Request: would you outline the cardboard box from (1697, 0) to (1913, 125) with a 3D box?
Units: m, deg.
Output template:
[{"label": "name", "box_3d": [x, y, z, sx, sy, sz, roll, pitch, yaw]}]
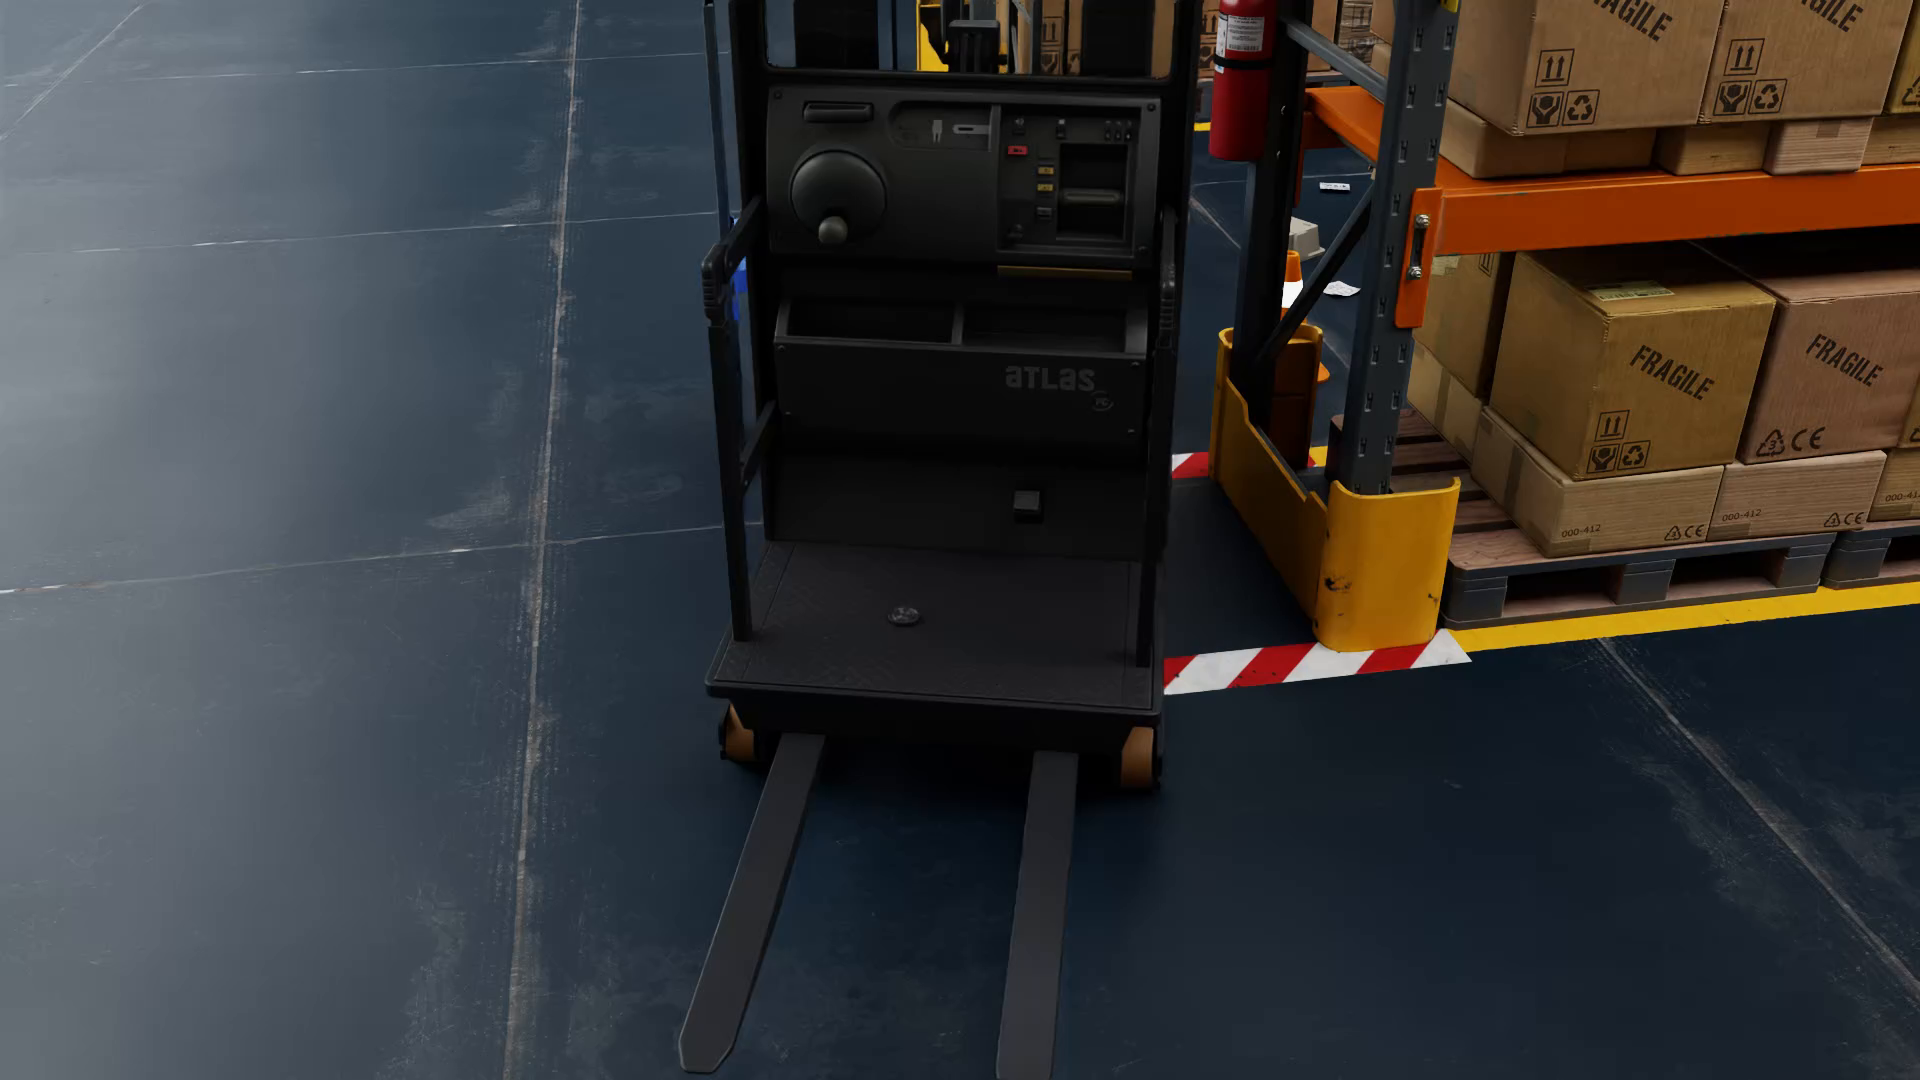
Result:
[{"label": "cardboard box", "box_3d": [2.053, -1.394, 4.270, 0.500, 0.500, 0.500, -4, 31, -7]}]

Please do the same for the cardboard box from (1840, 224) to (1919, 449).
[{"label": "cardboard box", "box_3d": [2.904, -0.618, 4.900, 0.500, 0.500, 0.500, -5, 31, -8]}]

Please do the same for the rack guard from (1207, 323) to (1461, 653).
[{"label": "rack guard", "box_3d": [1.103, -0.199, 5.094, 0.348, 0.500, 1.175, -5, 31, -9]}]

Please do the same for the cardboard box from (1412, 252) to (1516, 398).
[{"label": "cardboard box", "box_3d": [1.770, -0.791, 5.195, 0.500, 0.500, 0.500, -5, 31, -9]}]

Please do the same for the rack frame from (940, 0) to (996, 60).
[{"label": "rack frame", "box_3d": [0.038, -3.728, 8.631, 0.127, 3.000, 1.000, -5, 31, -9]}]

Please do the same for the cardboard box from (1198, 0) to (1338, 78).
[{"label": "cardboard box", "box_3d": [1.558, -3.169, 9.362, 0.875, 0.875, 0.875, -6, 31, -10]}]

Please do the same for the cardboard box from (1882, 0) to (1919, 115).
[{"label": "cardboard box", "box_3d": [2.554, -1.441, 4.350, 0.500, 0.500, 0.500, -6, 31, -10]}]

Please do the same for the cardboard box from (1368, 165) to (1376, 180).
[{"label": "cardboard box", "box_3d": [2.300, -1.616, 7.501, 0.797, 0.503, 0.637, 23, 37, 33]}]

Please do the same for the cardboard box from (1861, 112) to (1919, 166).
[{"label": "cardboard box", "box_3d": [2.428, -1.143, 4.483, 0.250, 0.149, 0.380, -5, 31, -8]}]

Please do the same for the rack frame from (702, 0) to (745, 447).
[{"label": "rack frame", "box_3d": [-0.798, -1.097, 5.636, 0.032, 1.500, 0.500, -4, 31, -7]}]

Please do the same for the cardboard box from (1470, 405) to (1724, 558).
[{"label": "cardboard box", "box_3d": [1.872, -0.201, 4.930, 0.500, 0.250, 0.500, -6, 31, -9]}]

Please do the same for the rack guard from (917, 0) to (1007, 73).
[{"label": "rack guard", "box_3d": [0.014, -2.648, 9.260, 0.348, 0.500, 1.175, -5, 31, -9]}]

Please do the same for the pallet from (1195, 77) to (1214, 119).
[{"label": "pallet", "box_3d": [0.810, -2.638, 9.528, 1.213, 0.211, 1.003, -5, 31, -9]}]

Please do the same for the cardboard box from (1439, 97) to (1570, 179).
[{"label": "cardboard box", "box_3d": [1.400, -1.089, 4.390, 0.250, 0.149, 0.380, -5, 31, -9]}]

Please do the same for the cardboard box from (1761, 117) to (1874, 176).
[{"label": "cardboard box", "box_3d": [2.179, -1.103, 4.414, 0.250, 0.149, 0.380, -5, 31, -8]}]

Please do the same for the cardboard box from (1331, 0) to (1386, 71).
[{"label": "cardboard box", "box_3d": [2.455, -3.251, 9.502, 0.875, 0.875, 0.875, -5, 31, -9]}]

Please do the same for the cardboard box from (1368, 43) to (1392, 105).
[{"label": "cardboard box", "box_3d": [1.358, -1.302, 4.752, 0.250, 0.149, 0.380, -4, 31, -7]}]

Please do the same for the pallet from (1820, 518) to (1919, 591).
[{"label": "pallet", "box_3d": [3.106, -0.240, 5.450, 1.213, 0.211, 1.003, -5, 31, -9]}]

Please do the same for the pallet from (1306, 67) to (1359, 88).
[{"label": "pallet", "box_3d": [2.008, -2.747, 9.714, 1.213, 0.211, 1.003, -5, 31, -9]}]

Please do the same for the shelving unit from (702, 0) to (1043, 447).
[{"label": "shelving unit", "box_3d": [-0.294, -1.131, 5.694, 1.048, 1.500, 0.538, -4, 31, -7]}]

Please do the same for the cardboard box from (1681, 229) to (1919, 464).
[{"label": "cardboard box", "box_3d": [2.409, -0.576, 4.829, 0.500, 0.500, 0.500, -6, 31, -11]}]

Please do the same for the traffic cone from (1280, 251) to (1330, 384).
[{"label": "traffic cone", "box_3d": [1.219, -0.858, 6.253, 0.334, 0.463, 0.336, -5, 31, -9]}]

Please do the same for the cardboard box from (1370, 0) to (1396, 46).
[{"label": "cardboard box", "box_3d": [1.513, -1.627, 4.666, 0.500, 0.500, 0.500, -6, 31, -10]}]

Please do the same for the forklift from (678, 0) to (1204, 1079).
[{"label": "forklift", "box_3d": [-0.019, -0.820, 3.752, 1.130, 2.935, 3.031, 3, 31, 6]}]

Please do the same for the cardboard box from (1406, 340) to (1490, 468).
[{"label": "cardboard box", "box_3d": [1.799, -0.475, 5.397, 0.500, 0.250, 0.500, -5, 31, -9]}]

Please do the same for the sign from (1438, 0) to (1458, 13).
[{"label": "sign", "box_3d": [1.127, -1.372, 3.770, 0.005, 0.325, 0.100, -5, 31, -9]}]

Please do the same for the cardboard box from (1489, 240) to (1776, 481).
[{"label": "cardboard box", "box_3d": [1.895, -0.526, 4.744, 0.500, 0.500, 0.500, -6, 31, -11]}]

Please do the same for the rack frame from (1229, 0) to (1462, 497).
[{"label": "rack frame", "box_3d": [1.029, -1.269, 4.449, 0.127, 3.000, 1.000, -5, 31, -9]}]

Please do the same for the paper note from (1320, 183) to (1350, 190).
[{"label": "paper note", "box_3d": [1.845, -1.740, 8.181, 0.142, 0.017, 0.144, 5, 31, 8]}]

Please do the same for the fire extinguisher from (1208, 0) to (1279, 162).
[{"label": "fire extinguisher", "box_3d": [0.833, -1.455, 4.842, 0.183, 0.674, 0.296, -5, 31, -9]}]

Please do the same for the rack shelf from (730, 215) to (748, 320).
[{"label": "rack shelf", "box_3d": [-0.294, -0.976, 5.785, 1.000, 0.185, 0.538, -4, 31, -7]}]

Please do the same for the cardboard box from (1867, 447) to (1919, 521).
[{"label": "cardboard box", "box_3d": [2.910, -0.300, 5.099, 0.500, 0.250, 0.500, -3, 31, -6]}]

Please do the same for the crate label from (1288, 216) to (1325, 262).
[{"label": "crate label", "box_3d": [1.447, -1.343, 7.398, 0.298, 0.136, 0.250, -23, 38, -34]}]

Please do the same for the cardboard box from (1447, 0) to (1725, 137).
[{"label": "cardboard box", "box_3d": [1.545, -1.345, 4.187, 0.500, 0.500, 0.500, -6, 31, -10]}]

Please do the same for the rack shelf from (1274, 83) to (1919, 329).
[{"label": "rack shelf", "box_3d": [2.996, -1.142, 4.942, 4.000, 0.370, 1.077, -5, 31, -9]}]

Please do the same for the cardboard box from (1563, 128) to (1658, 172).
[{"label": "cardboard box", "box_3d": [1.646, -1.119, 4.441, 0.250, 0.149, 0.380, -5, 31, -8]}]

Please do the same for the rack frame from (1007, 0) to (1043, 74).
[{"label": "rack frame", "box_3d": [0.210, -1.165, 5.752, 0.032, 1.500, 0.500, -4, 31, -7]}]

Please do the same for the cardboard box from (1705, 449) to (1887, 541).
[{"label": "cardboard box", "box_3d": [2.375, -0.243, 5.003, 0.500, 0.250, 0.500, -4, 31, -7]}]

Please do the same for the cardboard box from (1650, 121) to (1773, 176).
[{"label": "cardboard box", "box_3d": [1.921, -1.103, 4.414, 0.250, 0.149, 0.380, -6, 31, -11]}]

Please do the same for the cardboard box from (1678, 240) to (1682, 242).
[{"label": "cardboard box", "box_3d": [2.282, -0.841, 5.279, 0.500, 0.500, 0.500, -4, 31, -7]}]

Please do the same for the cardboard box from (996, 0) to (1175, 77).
[{"label": "cardboard box", "box_3d": [0.693, -3.088, 9.224, 0.875, 0.875, 0.875, -5, 31, -9]}]

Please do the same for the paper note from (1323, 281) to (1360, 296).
[{"label": "paper note", "box_3d": [1.600, -1.068, 7.036, 0.142, 0.019, 0.148, -17, 34, -26]}]

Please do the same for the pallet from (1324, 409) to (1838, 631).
[{"label": "pallet", "box_3d": [1.909, -0.131, 5.264, 1.213, 0.211, 1.003, -5, 31, -9]}]
